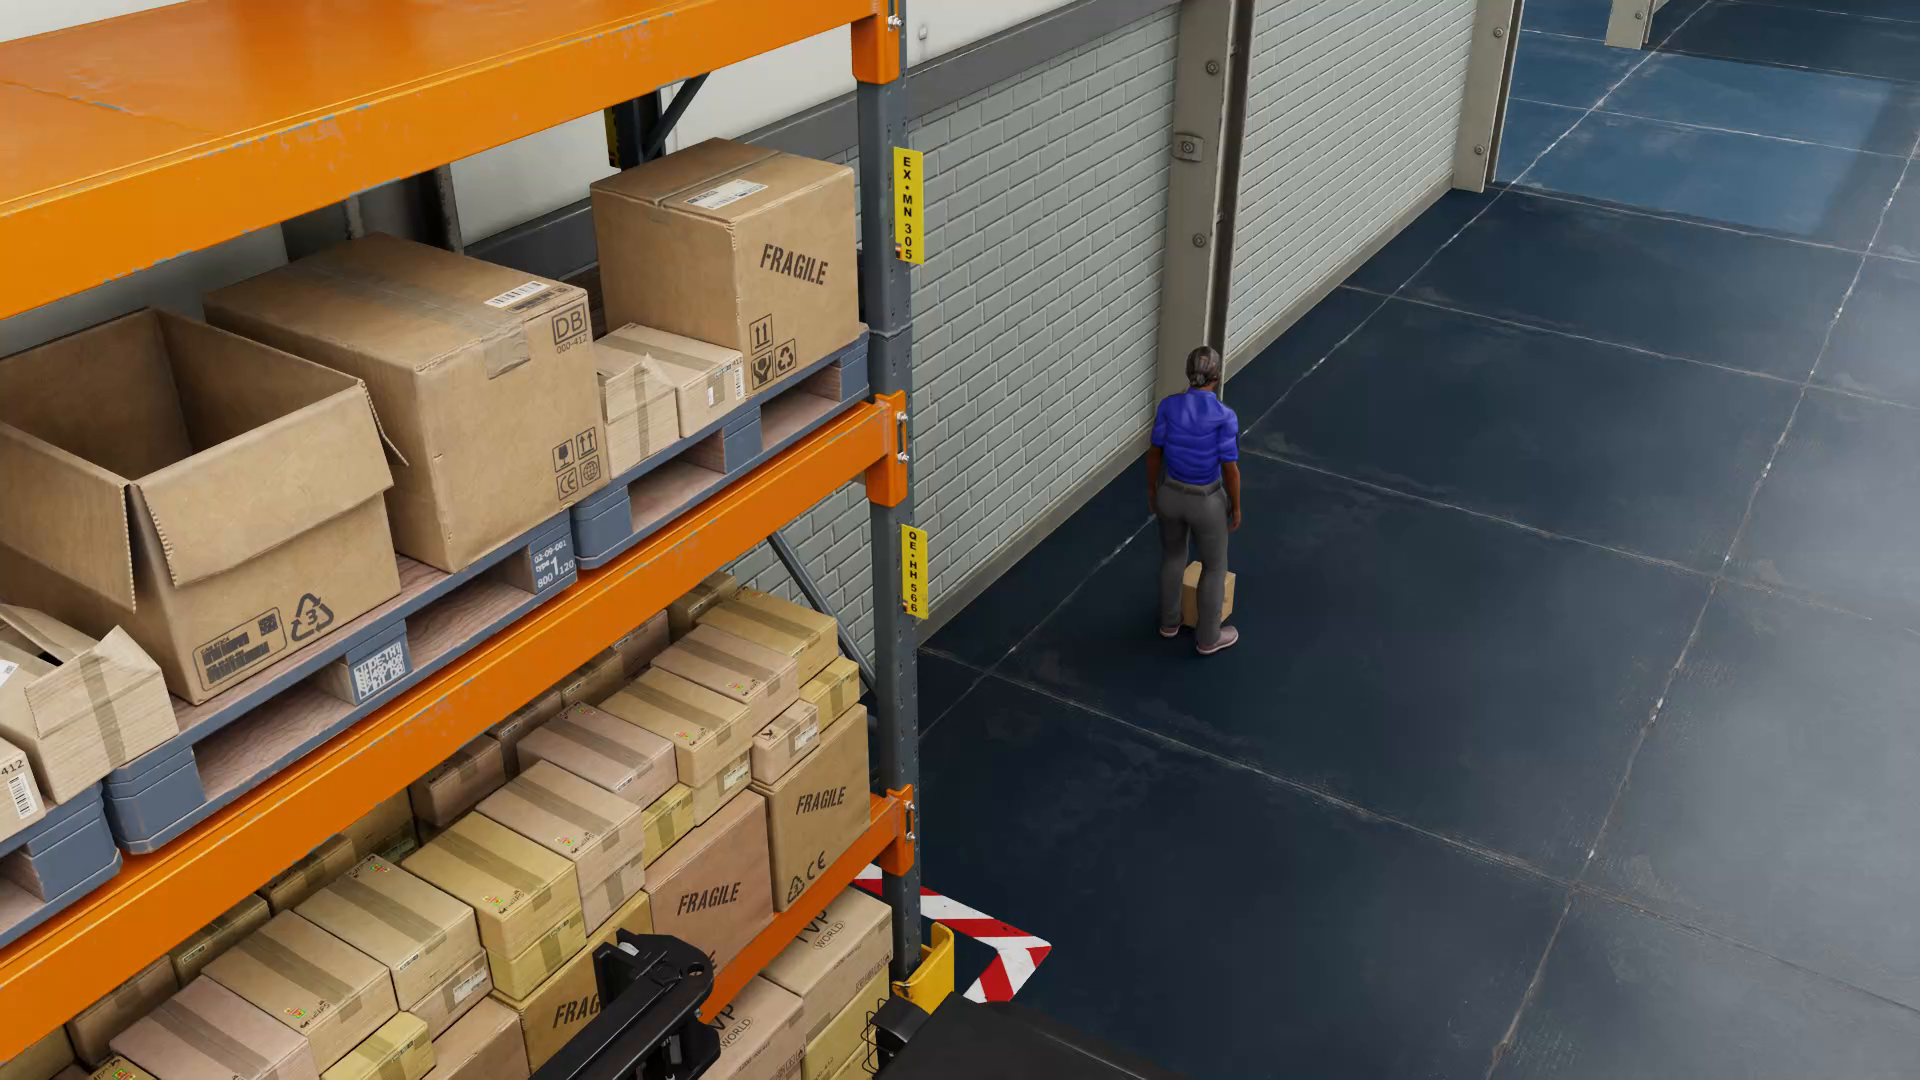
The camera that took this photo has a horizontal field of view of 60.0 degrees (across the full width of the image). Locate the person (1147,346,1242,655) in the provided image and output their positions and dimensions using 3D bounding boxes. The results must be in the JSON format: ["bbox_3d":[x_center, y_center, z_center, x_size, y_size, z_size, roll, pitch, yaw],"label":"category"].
[{"bbox_3d":[1.209,-0.205,8.482,0.526,1.655,0.394,16,34,26],"label":"person"}]
